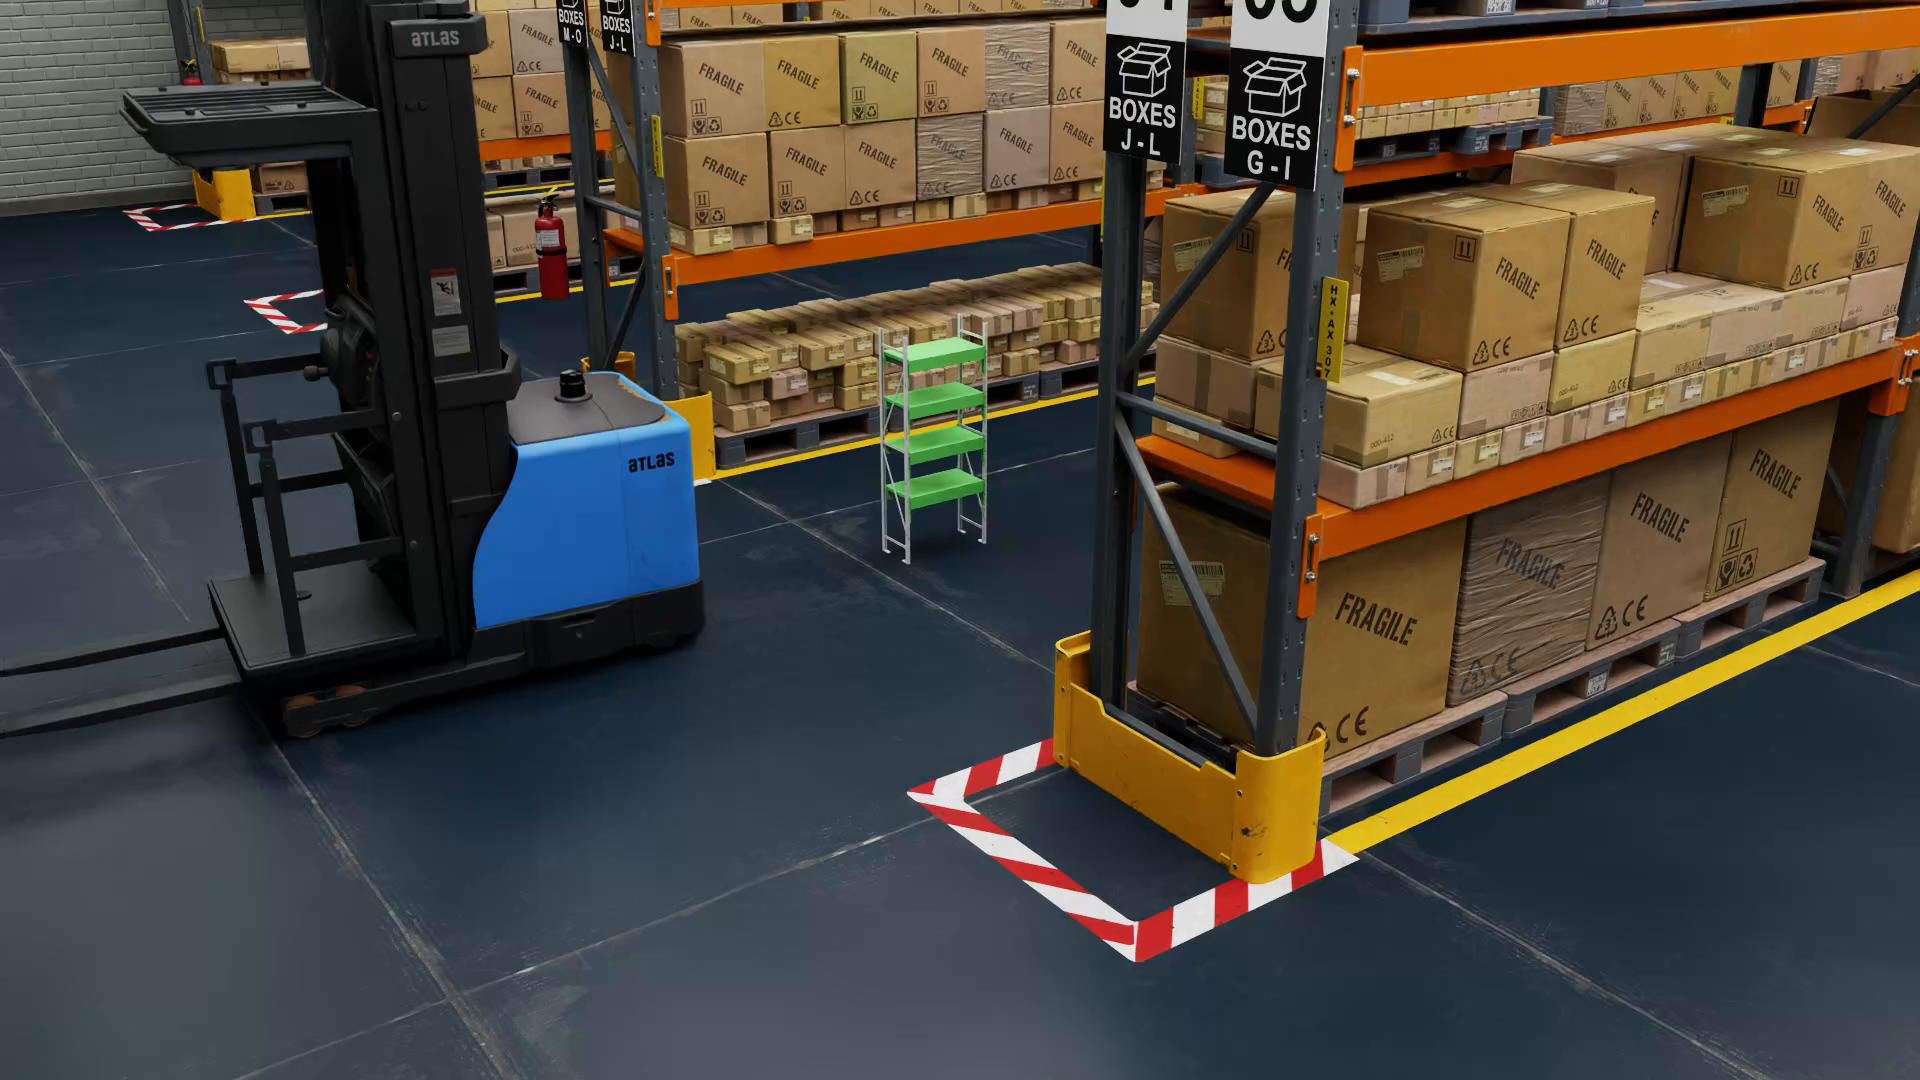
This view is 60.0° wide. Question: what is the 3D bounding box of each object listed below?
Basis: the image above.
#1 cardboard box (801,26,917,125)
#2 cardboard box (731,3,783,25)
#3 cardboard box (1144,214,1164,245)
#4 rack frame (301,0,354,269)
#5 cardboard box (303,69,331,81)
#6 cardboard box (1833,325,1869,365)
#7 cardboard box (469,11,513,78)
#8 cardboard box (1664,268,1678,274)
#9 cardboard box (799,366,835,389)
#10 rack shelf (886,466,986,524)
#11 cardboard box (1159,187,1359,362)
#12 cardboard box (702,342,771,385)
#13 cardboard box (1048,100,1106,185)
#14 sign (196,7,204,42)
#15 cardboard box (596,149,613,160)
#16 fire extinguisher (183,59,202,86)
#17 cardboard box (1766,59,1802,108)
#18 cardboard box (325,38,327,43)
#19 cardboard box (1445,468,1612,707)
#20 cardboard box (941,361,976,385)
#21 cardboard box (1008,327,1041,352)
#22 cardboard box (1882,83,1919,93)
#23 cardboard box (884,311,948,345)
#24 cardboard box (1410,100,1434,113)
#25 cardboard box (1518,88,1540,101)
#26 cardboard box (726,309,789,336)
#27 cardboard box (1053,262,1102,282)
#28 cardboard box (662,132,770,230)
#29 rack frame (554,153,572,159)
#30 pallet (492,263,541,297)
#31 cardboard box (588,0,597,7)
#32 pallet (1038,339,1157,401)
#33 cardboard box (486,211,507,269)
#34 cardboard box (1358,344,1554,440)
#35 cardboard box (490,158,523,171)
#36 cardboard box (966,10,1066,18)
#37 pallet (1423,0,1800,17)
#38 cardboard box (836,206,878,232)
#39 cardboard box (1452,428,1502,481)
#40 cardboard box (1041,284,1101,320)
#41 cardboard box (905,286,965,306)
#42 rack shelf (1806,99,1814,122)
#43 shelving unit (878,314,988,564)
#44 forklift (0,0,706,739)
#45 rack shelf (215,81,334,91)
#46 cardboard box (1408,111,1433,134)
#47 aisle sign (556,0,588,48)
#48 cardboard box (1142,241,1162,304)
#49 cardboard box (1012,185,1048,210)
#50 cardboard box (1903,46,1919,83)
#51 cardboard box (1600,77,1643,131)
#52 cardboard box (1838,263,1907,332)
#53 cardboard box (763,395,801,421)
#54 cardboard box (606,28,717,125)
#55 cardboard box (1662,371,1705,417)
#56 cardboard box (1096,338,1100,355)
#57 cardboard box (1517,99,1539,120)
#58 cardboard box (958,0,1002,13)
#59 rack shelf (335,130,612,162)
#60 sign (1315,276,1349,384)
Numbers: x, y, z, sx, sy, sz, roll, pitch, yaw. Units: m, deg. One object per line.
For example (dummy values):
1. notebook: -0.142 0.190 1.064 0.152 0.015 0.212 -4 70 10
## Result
1. cardboard box: -0.605 -2.786 9.945 0.500 0.500 0.500 -16 27 -34
2. cardboard box: -1.913 -4.561 14.795 0.500 0.500 0.500 -15 26 -33
3. cardboard box: 1.738 -2.388 12.627 0.500 0.250 0.500 -16 27 -34
4. rack frame: -4.939 -3.370 13.294 0.127 3.000 1.000 -15 26 -33
5. cardboard box: -6.800 -4.907 17.484 0.250 0.149 0.380 -14 26 -31
6. cardboard box: 3.831 -0.917 7.486 0.250 0.149 0.380 -14 26 -32
7. cardboard box: -3.967 -4.013 13.421 0.500 0.500 0.500 -16 27 -34
8. cardboard box: 3.155 -1.194 7.641 0.500 0.250 0.500 -15 26 -33
9. cardboard box: -0.988 -1.070 10.408 0.250 0.149 0.380 -15 26 -32
10. rack shelf: -0.134 -0.239 8.697 0.480 0.148 0.258 -15 26 -33
11. cardboard box: 1.091 -0.990 6.118 0.500 0.500 0.500 -15 26 -32
12. cardboard box: -1.342 -1.061 9.985 0.250 0.149 0.380 -16 27 -35
13. cardboard box: 0.632 -2.651 10.956 0.500 0.500 0.500 -16 27 -34
14. sign: -7.523 -5.101 16.464 0.005 0.325 0.100 -15 26 -33
15. cardboard box: -4.069 -4.799 19.682 0.500 0.500 0.500 -14 25 -31
16. fire extinguisher: -7.690 -4.482 16.689 0.183 0.674 0.296 -15 26 -33
17. cardboard box: 7.508 -4.353 15.622 0.500 0.500 0.500 -15 26 -33
18. cardboard box: -6.496 -5.168 17.601 0.500 0.250 0.500 -16 26 -34
19. cardboard box: 2.061 0.044 7.039 0.875 0.875 0.875 -15 26 -33
20. cardboard box: -0.106 -1.129 10.959 0.250 0.149 0.380 -15 26 -33
21. cardboard box: 0.335 -1.402 11.241 0.250 0.149 0.380 -14 26 -32
22. cardboard box: 5.174 -2.052 8.504 0.637 0.503 0.797 -15 26 -32
23. cardboard box: -0.285 -1.352 10.714 0.250 0.149 0.380 -14 26 -32
24. cardboard box: 3.347 -3.327 12.557 0.250 0.149 0.380 -14 26 -32
25. cardboard box: 4.393 -3.607 13.258 0.250 0.149 0.380 -14 26 -32
26. cardboard box: -1.310 -1.372 10.764 0.250 0.149 0.380 -16 27 -34
27. cardboard box: 0.881 -1.903 12.096 0.250 0.149 0.380 -14 26 -31
28. cardboard box: -1.440 -2.101 9.578 0.500 0.500 0.500 -14 25 -30
29. rack frame: -4.594 -5.728 19.204 0.127 3.000 1.000 -15 26 -33
30. pallet: -4.335 -2.271 14.303 1.213 0.211 1.003 -15 26 -33
31. cardboard box: -3.205 -4.498 13.763 0.250 0.149 0.380 -16 27 -34
32. pallet: 0.757 -1.317 11.912 1.213 0.211 1.003 -15 26 -33
33. cardboard box: -4.461 -2.548 14.124 0.875 0.438 0.875 -16 27 -35
34. cardboard box: 1.814 -0.594 6.139 0.500 0.250 0.500 -15 26 -33
35. cardboard box: -5.164 -4.367 18.915 0.258 0.266 0.396 -14 26 -31
36. cardboard box: 0.361 -3.276 11.173 0.500 0.500 0.500 -16 27 -34
37. pallet: 2.436 -2.170 6.359 1.213 0.211 1.003 -15 26 -33
38. cardboard box: -0.714 -2.016 10.239 0.250 0.149 0.380 -15 26 -33
39. cardboard box: 1.745 -0.361 6.092 0.250 0.149 0.380 -16 27 -34
40. cardboard box: 0.762 -1.637 11.428 0.250 0.149 0.380 -15 26 -33
41. cardboard box: -0.180 -1.614 11.372 0.250 0.149 0.380 -16 27 -35
42. rack shelf: 9.399 -4.599 17.344 4.000 0.370 1.077 -15 26 -33
43. shelving unit: -0.134 -0.521 8.584 0.503 1.200 0.258 -15 26 -33
44. forklift: -2.713 -0.770 6.872 3.031 2.935 1.130 -12 25 -28
45. rack shelf: -6.217 -4.961 18.252 4.000 0.370 1.077 -15 26 -33
46. cardboard box: 3.352 -3.191 12.619 0.250 0.149 0.380 -14 26 -31
47. aisle sign: -2.200 -3.184 9.321 0.004 0.787 0.394 -15 26 -33
48. cardboard box: 1.735 -2.038 12.763 0.500 0.500 0.500 -16 26 -34
49. cardboard box: 0.362 -2.275 10.888 0.250 0.149 0.380 -16 27 -35
50. cardboard box: 9.380 -5.005 17.190 0.500 0.550 0.875 -15 26 -33
51. cardboard box: 5.461 -3.807 14.255 0.500 0.500 0.500 -15 26 -33
52. cardboard box: 3.891 -1.148 7.527 0.500 0.250 0.500 -15 26 -34
53. cardboard box: -1.189 -0.872 10.314 0.250 0.149 0.380 -15 26 -33
54. cardboard box: -1.739 -2.725 9.793 0.500 0.500 0.500 -16 27 -34
55. cardboard box: 2.790 -0.640 6.791 0.250 0.149 0.380 -14 26 -32
56. cardboard box: 0.902 -1.421 11.689 0.250 0.149 0.380 -14 26 -31
57. cardboard box: 4.396 -3.467 13.310 0.250 0.149 0.380 -14 26 -32
58. cardboard box: 0.055 -5.095 16.134 0.500 0.500 0.500 -15 26 -34
59. rack shelf: -3.315 -3.468 14.512 4.000 0.370 1.077 -15 26 -33
60. sign: 1.168 -0.659 5.225 0.005 0.325 0.100 -15 26 -33
